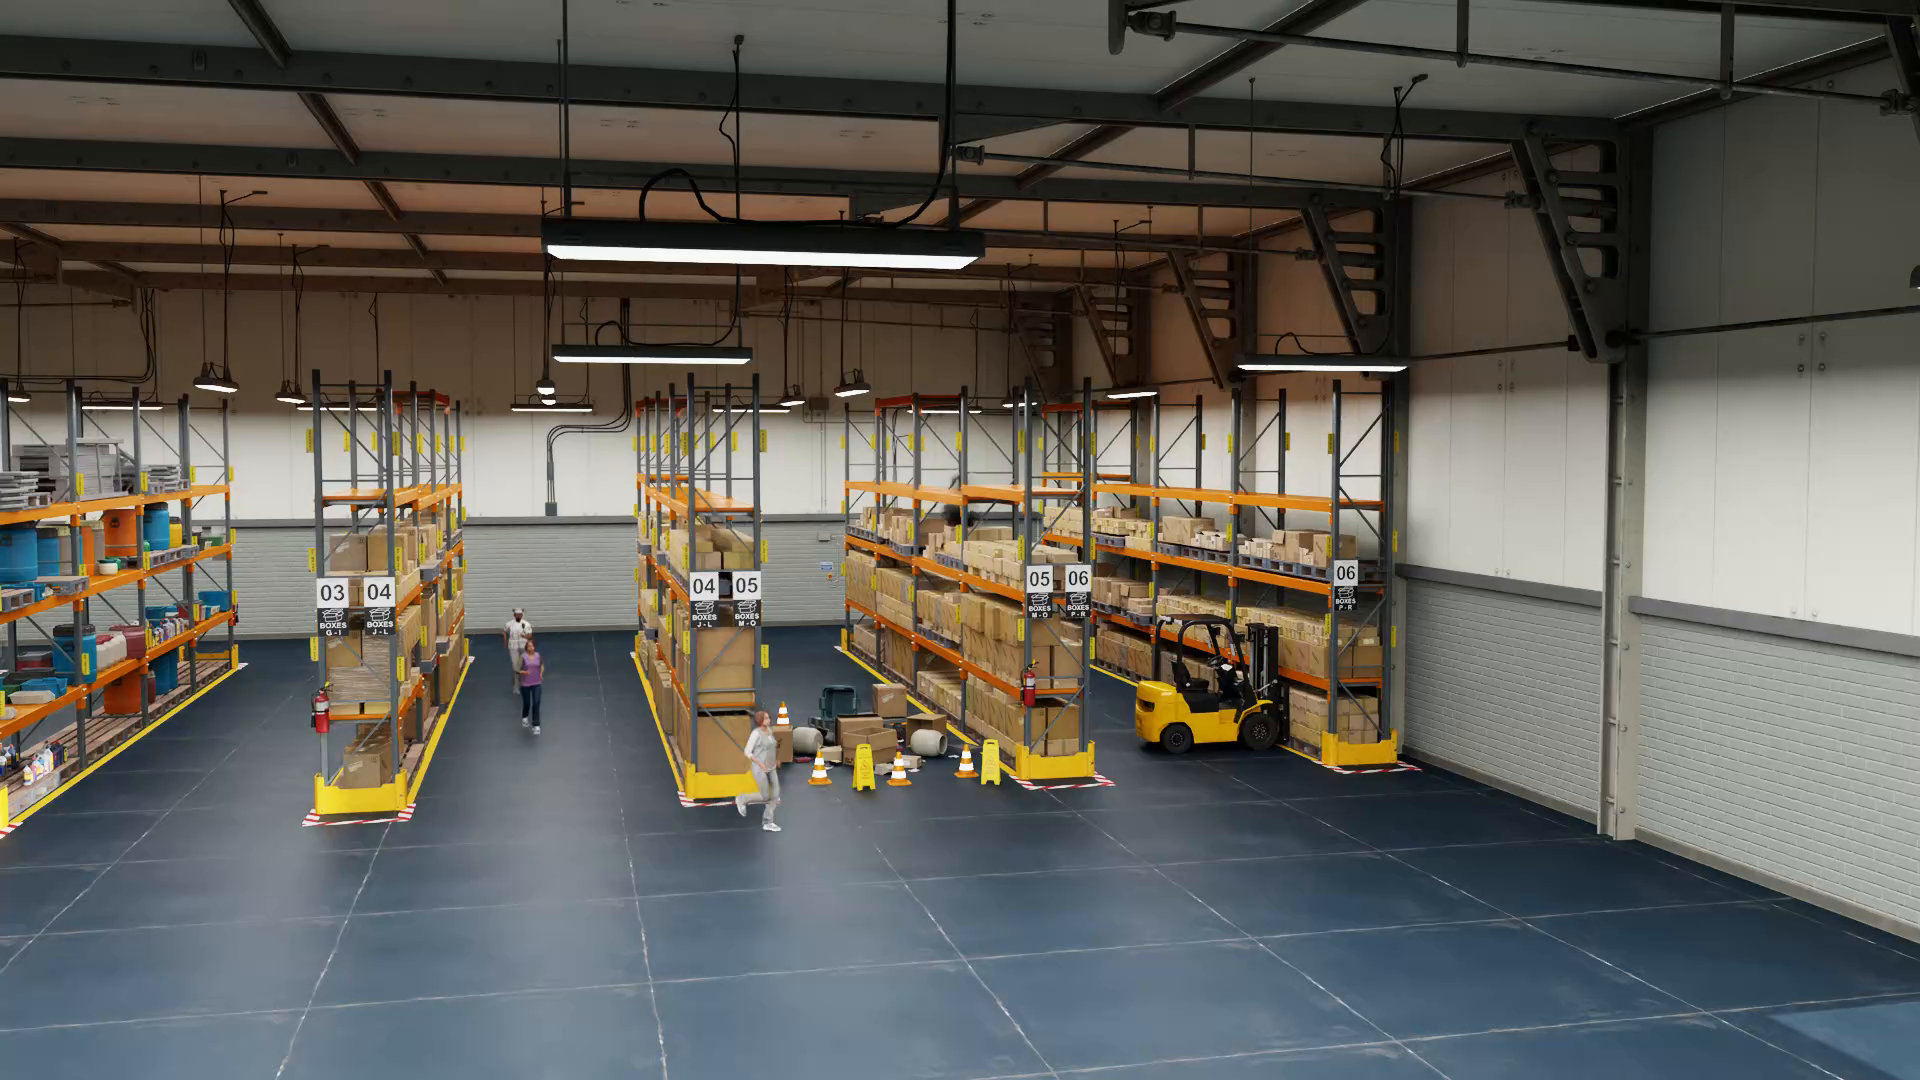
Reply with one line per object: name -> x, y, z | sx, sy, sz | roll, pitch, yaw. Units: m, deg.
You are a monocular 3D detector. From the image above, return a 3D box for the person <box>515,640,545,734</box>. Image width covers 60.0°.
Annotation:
person -> -7.416, 2.512, 28.751 | 0.545, 1.580, 0.873 | -2, 4, -26

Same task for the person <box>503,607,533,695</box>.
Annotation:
person -> -8.910, 2.203, 33.541 | 0.562, 1.721, 0.885 | -1, 4, -20

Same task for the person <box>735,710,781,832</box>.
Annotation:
person -> -2.591, 2.984, 21.595 | 0.671, 1.563, 0.538 | 2, 4, 30
